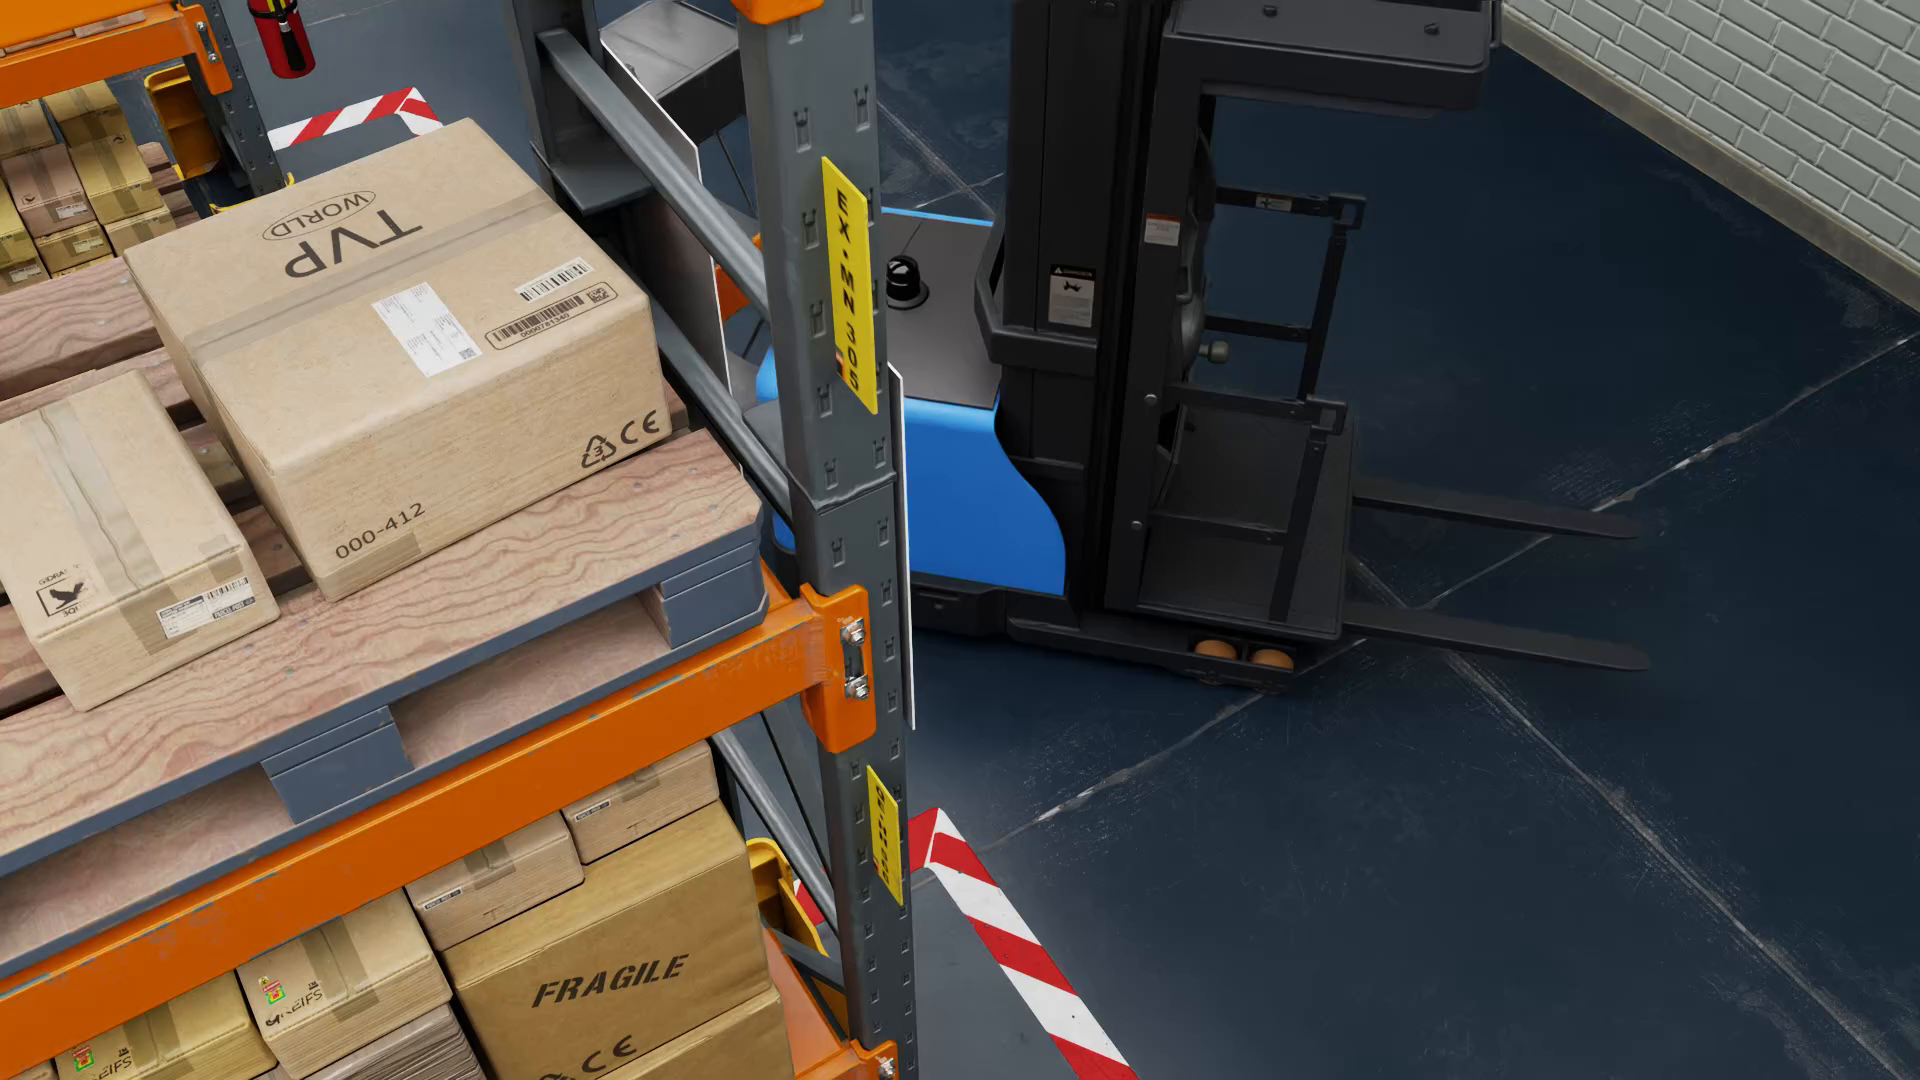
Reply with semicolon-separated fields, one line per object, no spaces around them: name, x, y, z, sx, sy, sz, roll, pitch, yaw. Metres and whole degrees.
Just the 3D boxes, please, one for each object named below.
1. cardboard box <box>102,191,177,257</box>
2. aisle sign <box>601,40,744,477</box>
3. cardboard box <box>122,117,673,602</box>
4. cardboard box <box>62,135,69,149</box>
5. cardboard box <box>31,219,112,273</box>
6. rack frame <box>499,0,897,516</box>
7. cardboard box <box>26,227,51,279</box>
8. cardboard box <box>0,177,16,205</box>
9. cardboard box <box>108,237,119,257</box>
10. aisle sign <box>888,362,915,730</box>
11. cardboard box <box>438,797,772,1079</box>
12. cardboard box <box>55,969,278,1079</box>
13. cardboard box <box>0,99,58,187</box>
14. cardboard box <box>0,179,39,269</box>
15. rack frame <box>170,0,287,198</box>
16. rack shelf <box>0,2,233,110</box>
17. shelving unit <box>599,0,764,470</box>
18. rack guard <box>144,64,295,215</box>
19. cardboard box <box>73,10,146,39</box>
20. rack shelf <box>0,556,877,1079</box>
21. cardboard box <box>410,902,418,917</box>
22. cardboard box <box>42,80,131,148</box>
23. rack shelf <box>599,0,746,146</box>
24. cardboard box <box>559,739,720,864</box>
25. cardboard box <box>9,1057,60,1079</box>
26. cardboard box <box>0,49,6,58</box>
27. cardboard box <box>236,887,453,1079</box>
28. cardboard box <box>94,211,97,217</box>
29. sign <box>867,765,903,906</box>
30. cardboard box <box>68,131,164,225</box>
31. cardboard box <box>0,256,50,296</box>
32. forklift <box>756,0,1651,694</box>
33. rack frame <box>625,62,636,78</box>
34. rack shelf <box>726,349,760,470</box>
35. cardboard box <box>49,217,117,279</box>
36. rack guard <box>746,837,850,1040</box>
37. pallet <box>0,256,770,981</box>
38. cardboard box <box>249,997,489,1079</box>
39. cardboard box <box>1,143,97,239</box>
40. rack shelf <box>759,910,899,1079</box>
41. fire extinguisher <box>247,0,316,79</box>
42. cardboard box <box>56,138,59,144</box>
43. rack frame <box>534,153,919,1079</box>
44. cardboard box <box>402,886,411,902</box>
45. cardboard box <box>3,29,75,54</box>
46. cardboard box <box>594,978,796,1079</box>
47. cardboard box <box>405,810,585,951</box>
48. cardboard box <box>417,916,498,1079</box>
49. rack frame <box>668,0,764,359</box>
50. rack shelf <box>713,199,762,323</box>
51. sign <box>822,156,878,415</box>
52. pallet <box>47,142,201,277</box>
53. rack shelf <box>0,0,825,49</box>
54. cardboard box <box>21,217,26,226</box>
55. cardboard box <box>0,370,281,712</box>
cardboard box;-3.428;-1.361;6.882;0.250;0.149;0.380;-27;53;-22
aisle sign;-0.501;-0.452;2.903;0.004;0.787;0.394;-25;53;-21
cardboard box;-0.740;-0.260;2.216;0.500;0.250;0.500;-30;55;-24
cardboard box;-3.714;-1.705;7.189;0.250;0.149;0.380;-23;52;-19
cardboard box;-3.678;-1.291;6.820;0.250;0.149;0.380;-26;53;-22
rack frame;-0.407;-1.370;1.445;0.127;3.000;1.000;-25;53;-21
cardboard box;-3.901;-1.094;6.844;0.250;0.149;0.380;-25;53;-21
cardboard box;-4.136;-1.478;6.987;0.250;0.149;0.380;-25;53;-20
cardboard box;-3.468;-1.312;7.037;0.250;0.149;0.380;-24;53;-20
aisle sign;-0.181;-0.073;2.565;0.004;0.787;0.394;-25;53;-21
cardboard box;-0.688;0.601;2.969;0.500;0.500;0.500;-24;52;-20
cardboard box;-1.214;0.659;2.483;0.250;0.149;0.380;-24;53;-20
cardboard box;-3.928;-1.671;6.959;0.250;0.149;0.380;-24;53;-20
cardboard box;-3.841;-1.233;6.568;0.250;0.149;0.380;-26;53;-22
rack frame;-3.134;-2.461;6.433;0.127;3.000;1.000;-25;53;-21
rack shelf;-4.826;-1.425;5.992;4.000;0.370;1.077;-25;53;-21
shelving unit;-0.916;-0.845;5.596;0.431;2.100;0.503;30;55;24
rack guard;-3.198;-1.600;7.340;0.348;0.500;1.175;-25;53;-21
cardboard box;-3.259;-2.069;6.253;0.250;0.149;0.380;-25;53;-21
rack shelf;-2.099;0.663;2.124;4.000;0.370;1.077;-25;53;-21
cardboard box;-1.380;0.821;3.444;0.500;0.500;0.500;-26;53;-21
cardboard box;-3.759;-1.857;7.124;0.250;0.149;0.380;-27;54;-22
rack shelf;-0.916;-1.301;5.084;0.431;0.518;0.480;30;55;24
cardboard box;-0.604;0.313;2.792;0.250;0.149;0.380;-25;53;-20
cardboard box;-1.473;0.719;2.430;0.250;0.149;0.380;-26;53;-21
cardboard box;-3.694;-1.885;6.088;0.250;0.149;0.380;-26;53;-21
cardboard box;-0.979;0.585;2.550;0.250;0.149;0.380;-26;53;-21
cardboard box;-3.926;-1.490;7.196;0.250;0.149;0.380;-25;53;-21
sign;-0.130;0.509;2.854;0.005;0.325;0.100;-25;53;-21
cardboard box;-3.447;-1.480;6.789;0.250;0.149;0.380;-25;53;-20
cardboard box;-3.867;-1.153;6.697;0.250;0.149;0.380;-27;54;-22
forklift;0.903;-0.878;5.069;3.031;2.935;1.130;9;49;8
rack frame;-1.065;-0.701;5.468;0.400;2.100;0.015;30;55;24
rack shelf;-0.916;-0.370;6.129;0.431;0.518;0.480;30;55;24
cardboard box;-3.632;-1.145;6.889;0.250;0.149;0.380;-24;52;-20
rack guard;-0.387;1.446;4.627;0.348;0.500;1.175;-25;53;-21
pallet;-1.029;-0.041;2.329;1.213;0.211;1.003;-25;53;-21
cardboard box;-1.115;0.828;2.767;0.500;0.500;0.500;-25;53;-21
cardboard box;-3.690;-1.416;6.732;0.250;0.149;0.380;-24;53;-20
rack shelf;-2.099;1.661;3.244;4.000;0.370;1.077;-25;53;-21
fire extinguisher;-2.675;-2.121;6.431;0.183;0.674;0.296;-25;53;-21
cardboard box;-3.976;-1.632;7.123;0.250;0.149;0.380;-25;53;-21
rack frame;-0.407;0.625;3.685;0.127;3.000;1.000;-25;53;-21
cardboard box;-1.399;0.481;3.077;0.500;0.500;0.500;-27;54;-22
cardboard box;-3.490;-1.994;6.185;0.250;0.149;0.380;-25;53;-21
cardboard box;-0.674;0.951;3.328;0.500;0.500;0.500;-25;53;-21
cardboard box;-0.806;0.429;2.688;0.250;0.149;0.380;-24;53;-20
cardboard box;-1.107;1.141;3.158;0.500;0.500;0.500;-26;53;-22
rack frame;-0.766;-0.988;5.724;0.400;2.100;0.015;30;55;24
rack shelf;-0.916;-0.836;5.606;0.431;0.518;0.480;30;55;24
sign;-0.130;-0.293;1.954;0.005;0.325;0.100;-25;53;-21
pallet;-3.904;-1.202;7.179;1.213;0.211;1.003;-25;53;-21
rack shelf;-2.099;-0.201;1.153;4.000;0.370;1.077;-25;53;-21
cardboard box;-4.132;-1.387;7.104;0.250;0.149;0.380;-25;53;-20
cardboard box;-1.052;-0.008;2.060;0.250;0.149;0.380;-29;54;-23
